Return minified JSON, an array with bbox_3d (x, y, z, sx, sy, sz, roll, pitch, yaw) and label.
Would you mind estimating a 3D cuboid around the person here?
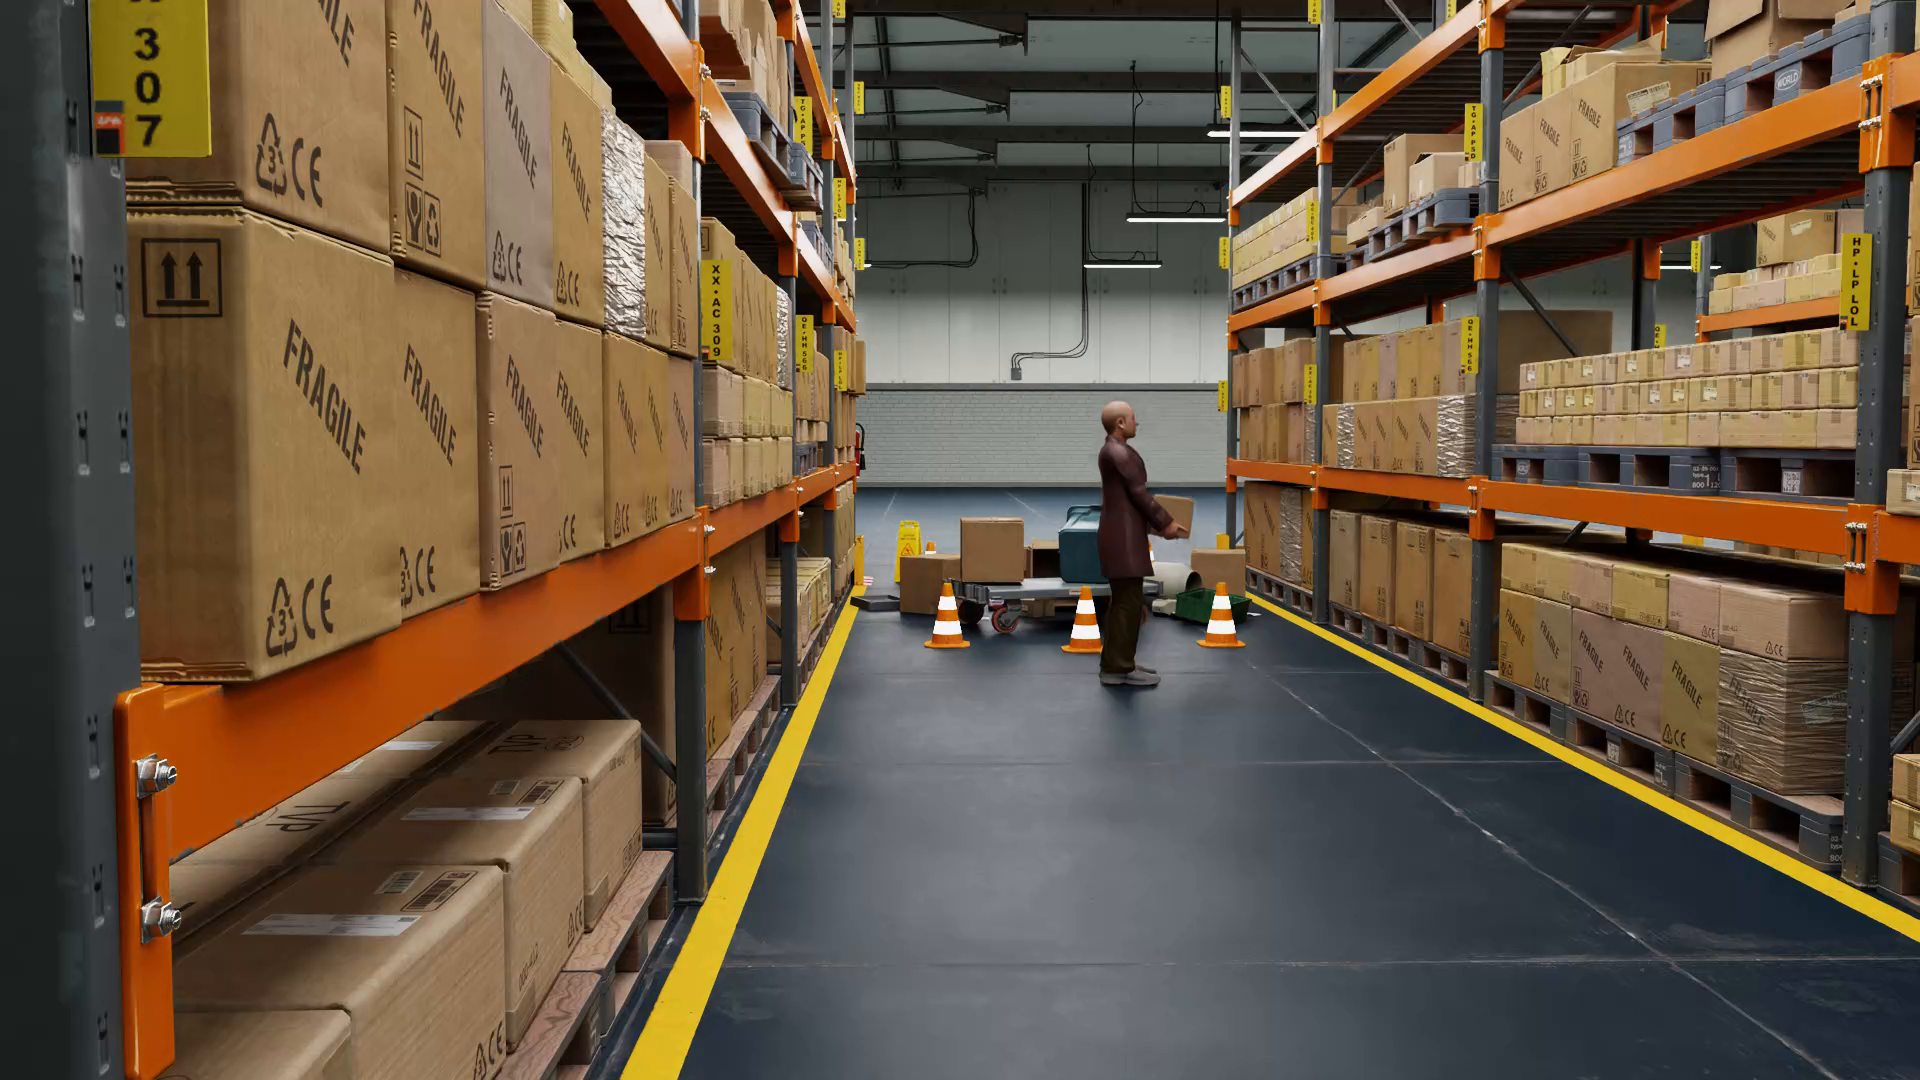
[{"bbox_3d":[1.144,0.014,10.502,0.551,1.778,0.524,0,4,-1],"label":"person"}]
